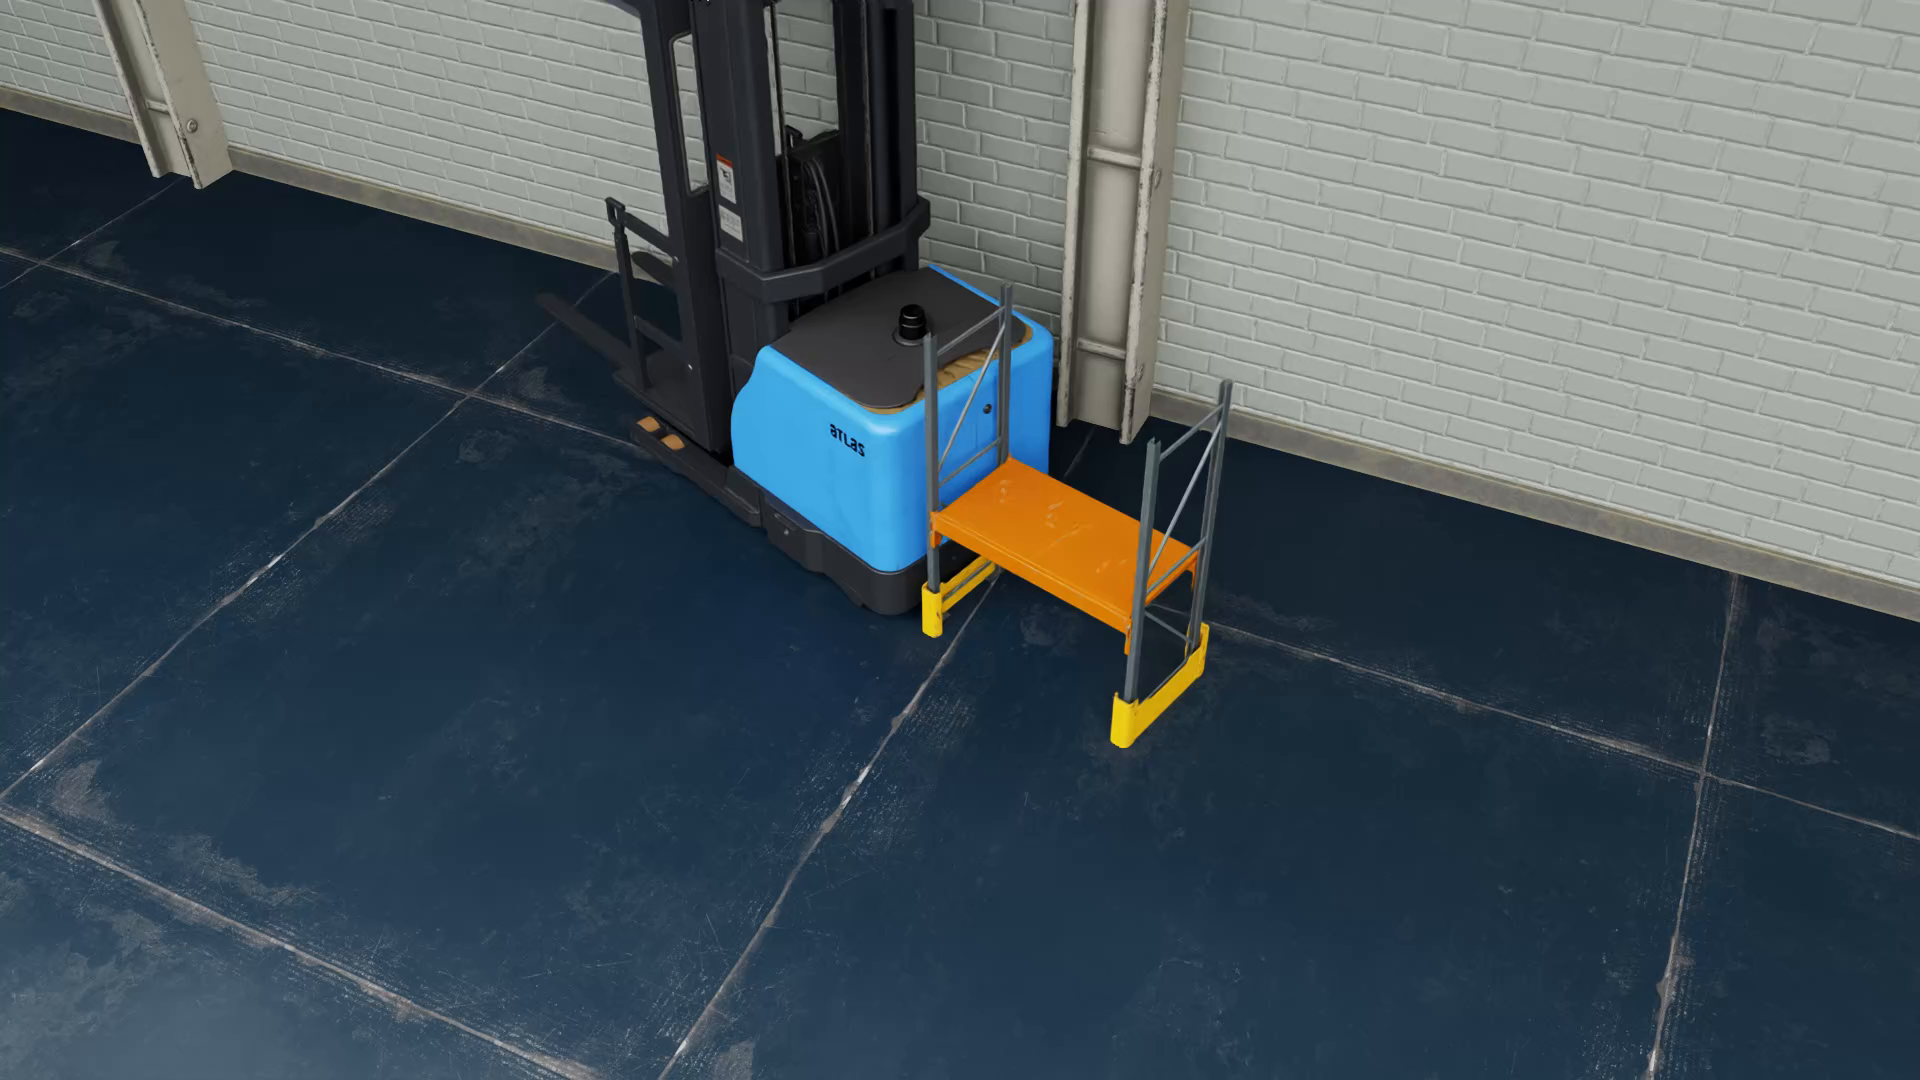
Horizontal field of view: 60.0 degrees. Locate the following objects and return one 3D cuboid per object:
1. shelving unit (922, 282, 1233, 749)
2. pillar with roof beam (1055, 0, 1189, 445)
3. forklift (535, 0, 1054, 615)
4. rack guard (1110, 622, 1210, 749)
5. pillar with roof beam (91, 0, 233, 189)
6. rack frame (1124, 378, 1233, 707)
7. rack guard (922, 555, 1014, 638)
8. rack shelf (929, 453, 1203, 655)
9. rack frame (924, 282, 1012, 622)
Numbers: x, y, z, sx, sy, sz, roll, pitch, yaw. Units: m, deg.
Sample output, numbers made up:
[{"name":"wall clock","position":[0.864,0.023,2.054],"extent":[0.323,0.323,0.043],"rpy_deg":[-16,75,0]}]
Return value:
[{"name":"shelving unit","position":[0.433,-0.097,6.601],"extent":[1.083,1.500,0.587],"rpy_deg":[29,48,29]},{"name":"pillar with roof beam","position":[-1.102,-1.457,2.445],"extent":[0.400,9.000,9.100],"rpy_deg":[17,44,19]},{"name":"forklift","position":[-0.964,-1.655,7.306],"extent":[1.130,2.935,3.031],"rpy_deg":[-32,50,-31]},{"name":"rack guard","position":[0.816,0.583,6.770],"extent":[0.087,0.250,0.587],"rpy_deg":[29,48,29]},{"name":"pillar with roof beam","position":[-6.539,-3.119,4.362],"extent":[0.400,9.000,9.100],"rpy_deg":[17,44,19]},{"name":"rack frame","position":[0.817,0.112,6.360],"extent":[0.032,1.500,0.500],"rpy_deg":[29,48,29]},{"name":"rack guard","position":[0.050,0.167,7.251],"extent":[0.087,0.250,0.587],"rpy_deg":[29,48,29]},{"name":"rack shelf","position":[0.426,0.035,6.723],"extent":[1.000,0.185,0.538],"rpy_deg":[29,48,29]},{"name":"rack frame","position":[0.035,-0.314,6.851],"extent":[0.032,1.500,0.500],"rpy_deg":[29,48,29]}]
